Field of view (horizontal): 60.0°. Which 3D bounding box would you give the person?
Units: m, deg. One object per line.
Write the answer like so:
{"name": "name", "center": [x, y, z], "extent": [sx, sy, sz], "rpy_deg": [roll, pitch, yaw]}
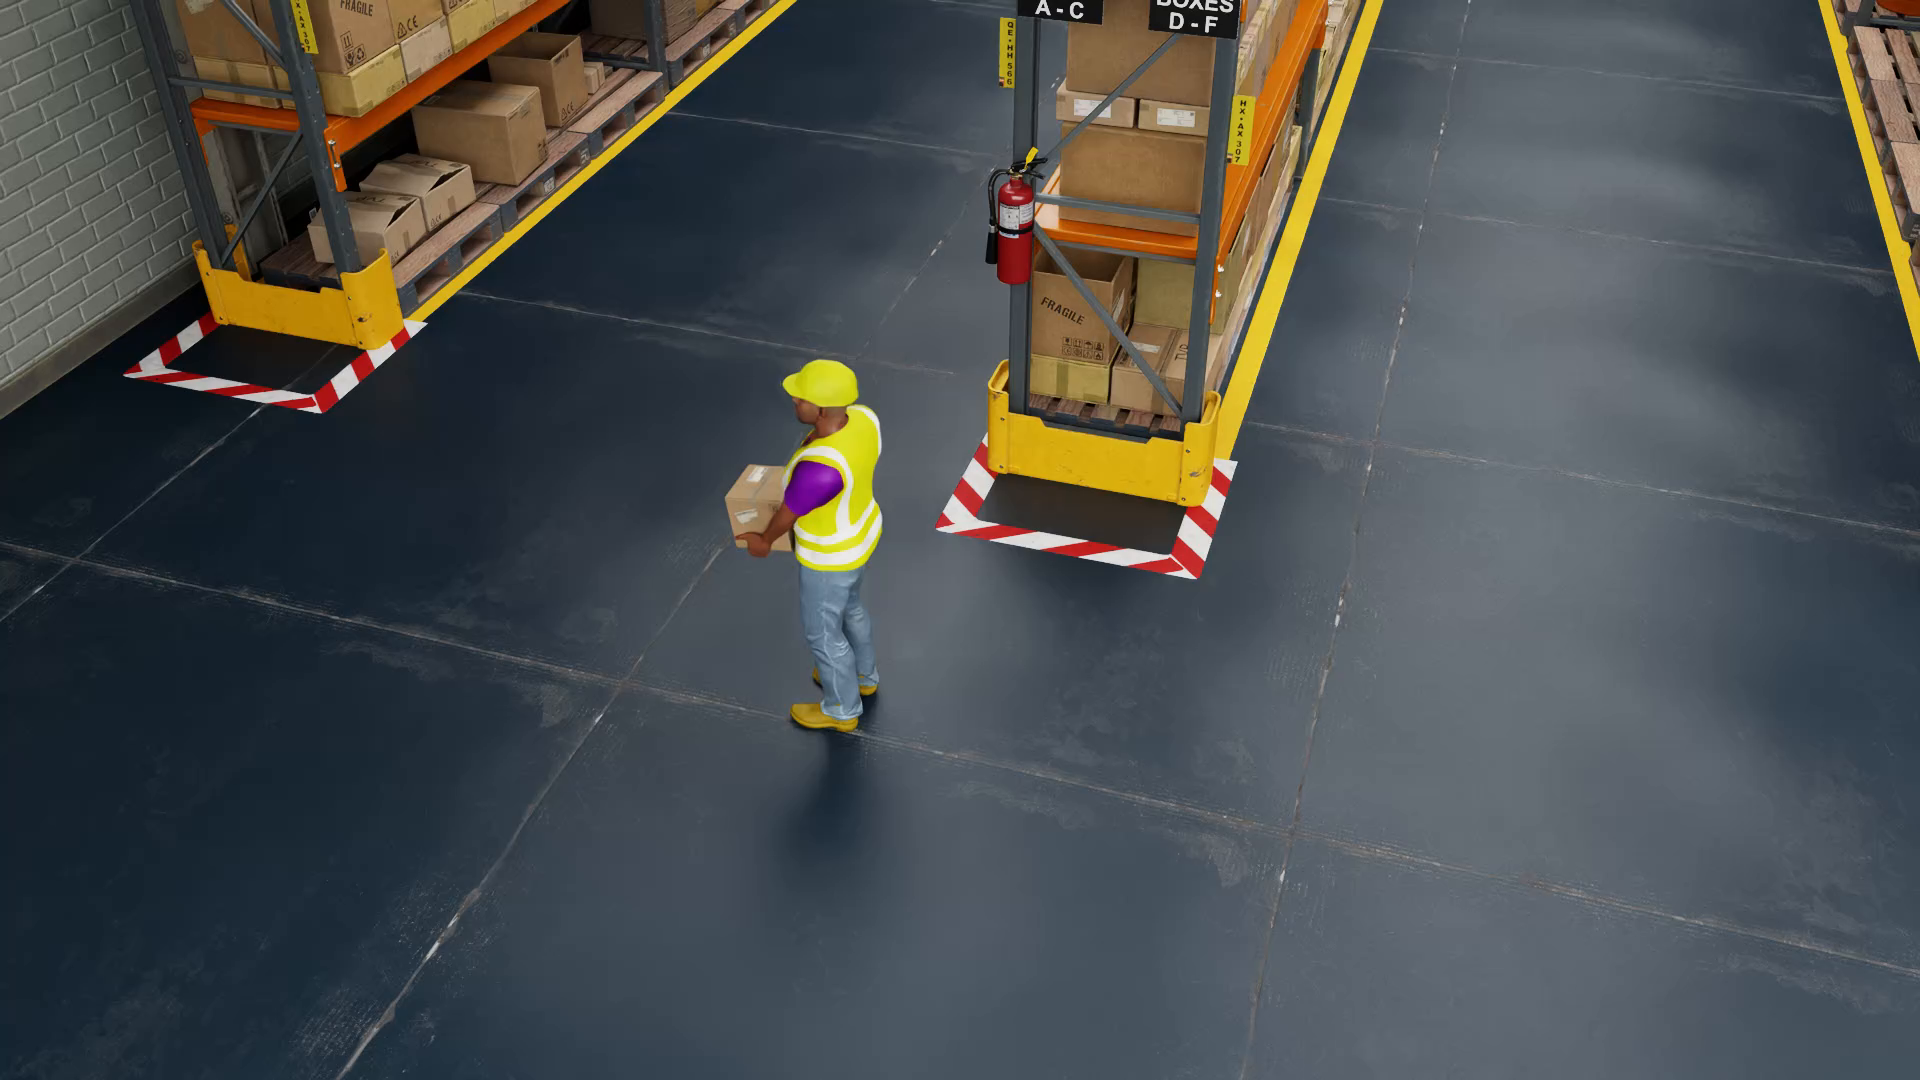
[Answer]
{"name": "person", "center": [-0.621, 0.008, 6.862], "extent": [0.568, 1.763, 0.505], "rpy_deg": [10, 38, 14]}
